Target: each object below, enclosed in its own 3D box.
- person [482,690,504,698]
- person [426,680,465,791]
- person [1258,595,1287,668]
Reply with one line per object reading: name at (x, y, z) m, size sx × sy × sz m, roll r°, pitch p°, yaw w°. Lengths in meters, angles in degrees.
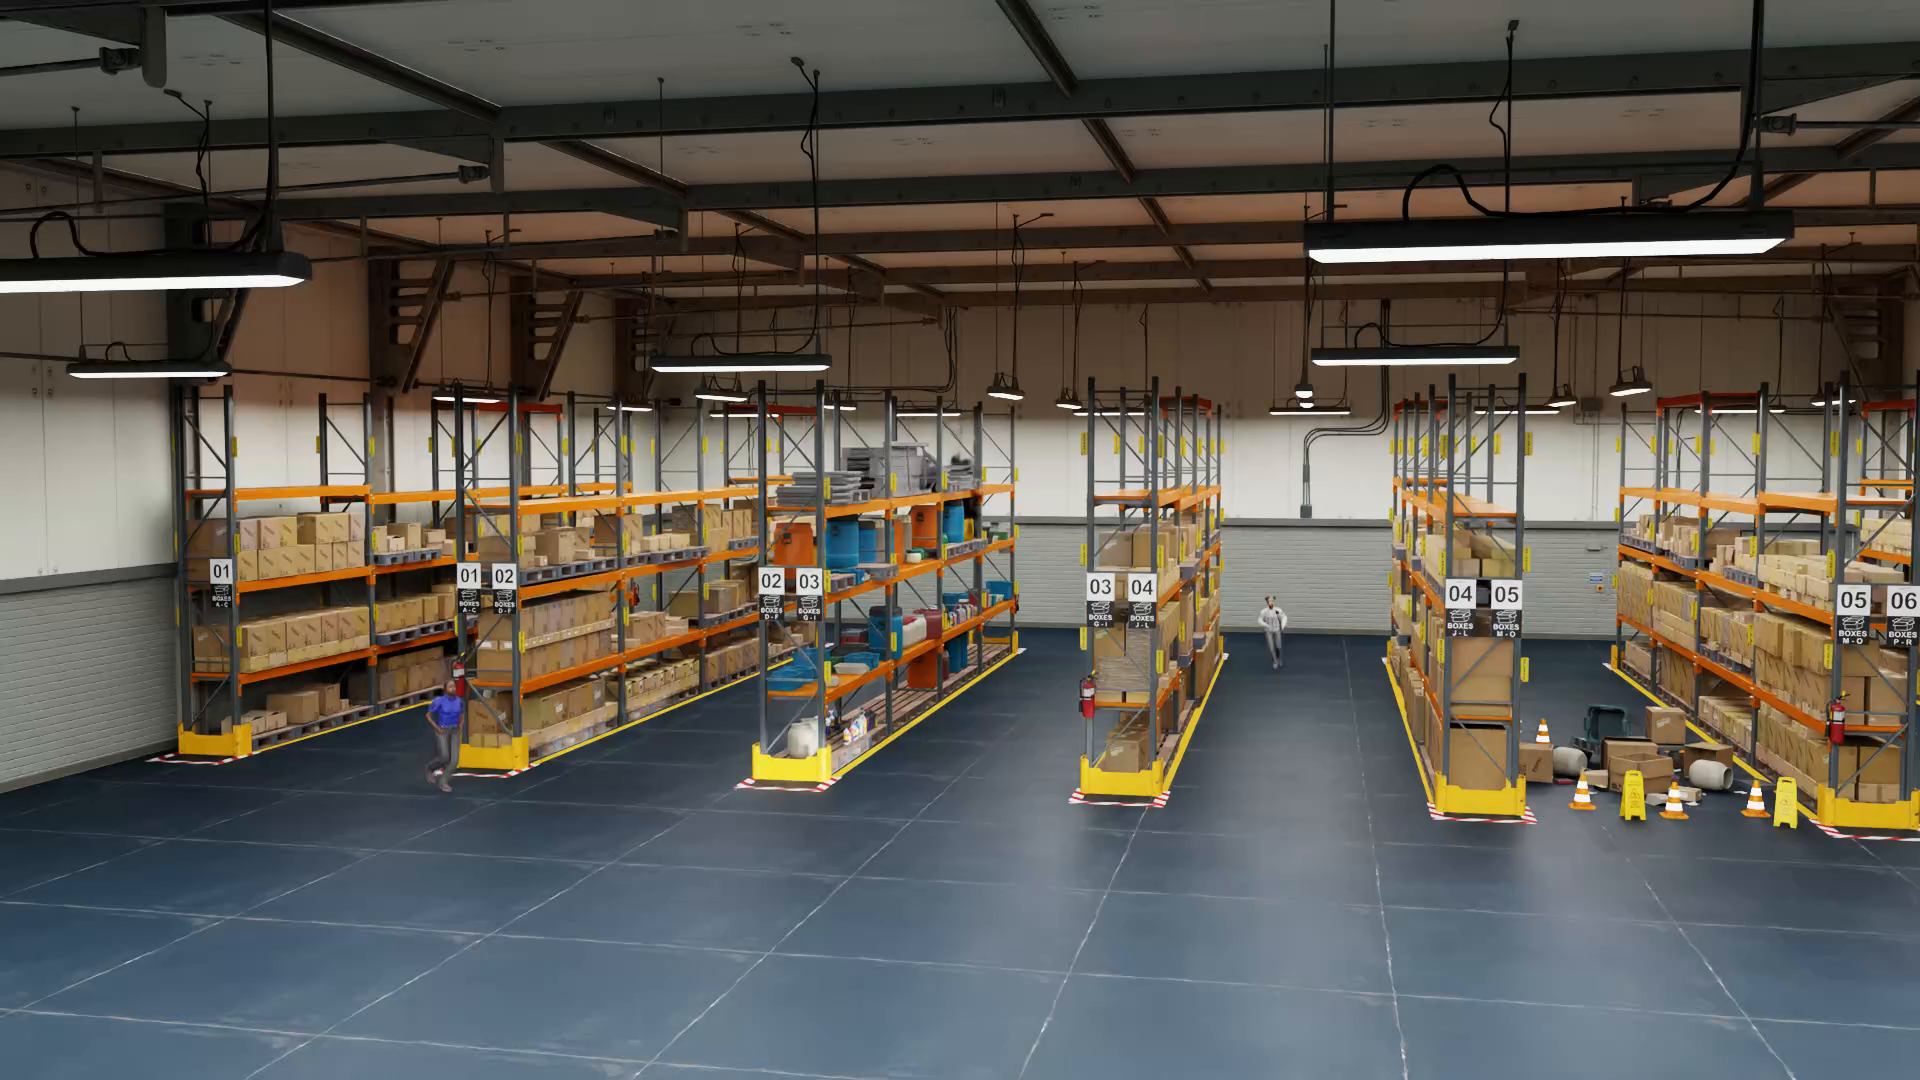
person at (-8.141, 2.495, 29.133) m, size 0.705 × 1.742 × 0.831 m, roll 1°, pitch 3°, yaw 13°
person at (-7.516, 2.845, 24.359) m, size 0.524 × 1.612 × 0.602 m, roll 3°, pitch 4°, yaw 44°
person at (7.044, 2.071, 37.496) m, size 0.648 × 1.655 × 0.499 m, roll 0°, pitch 3°, yaw 8°
